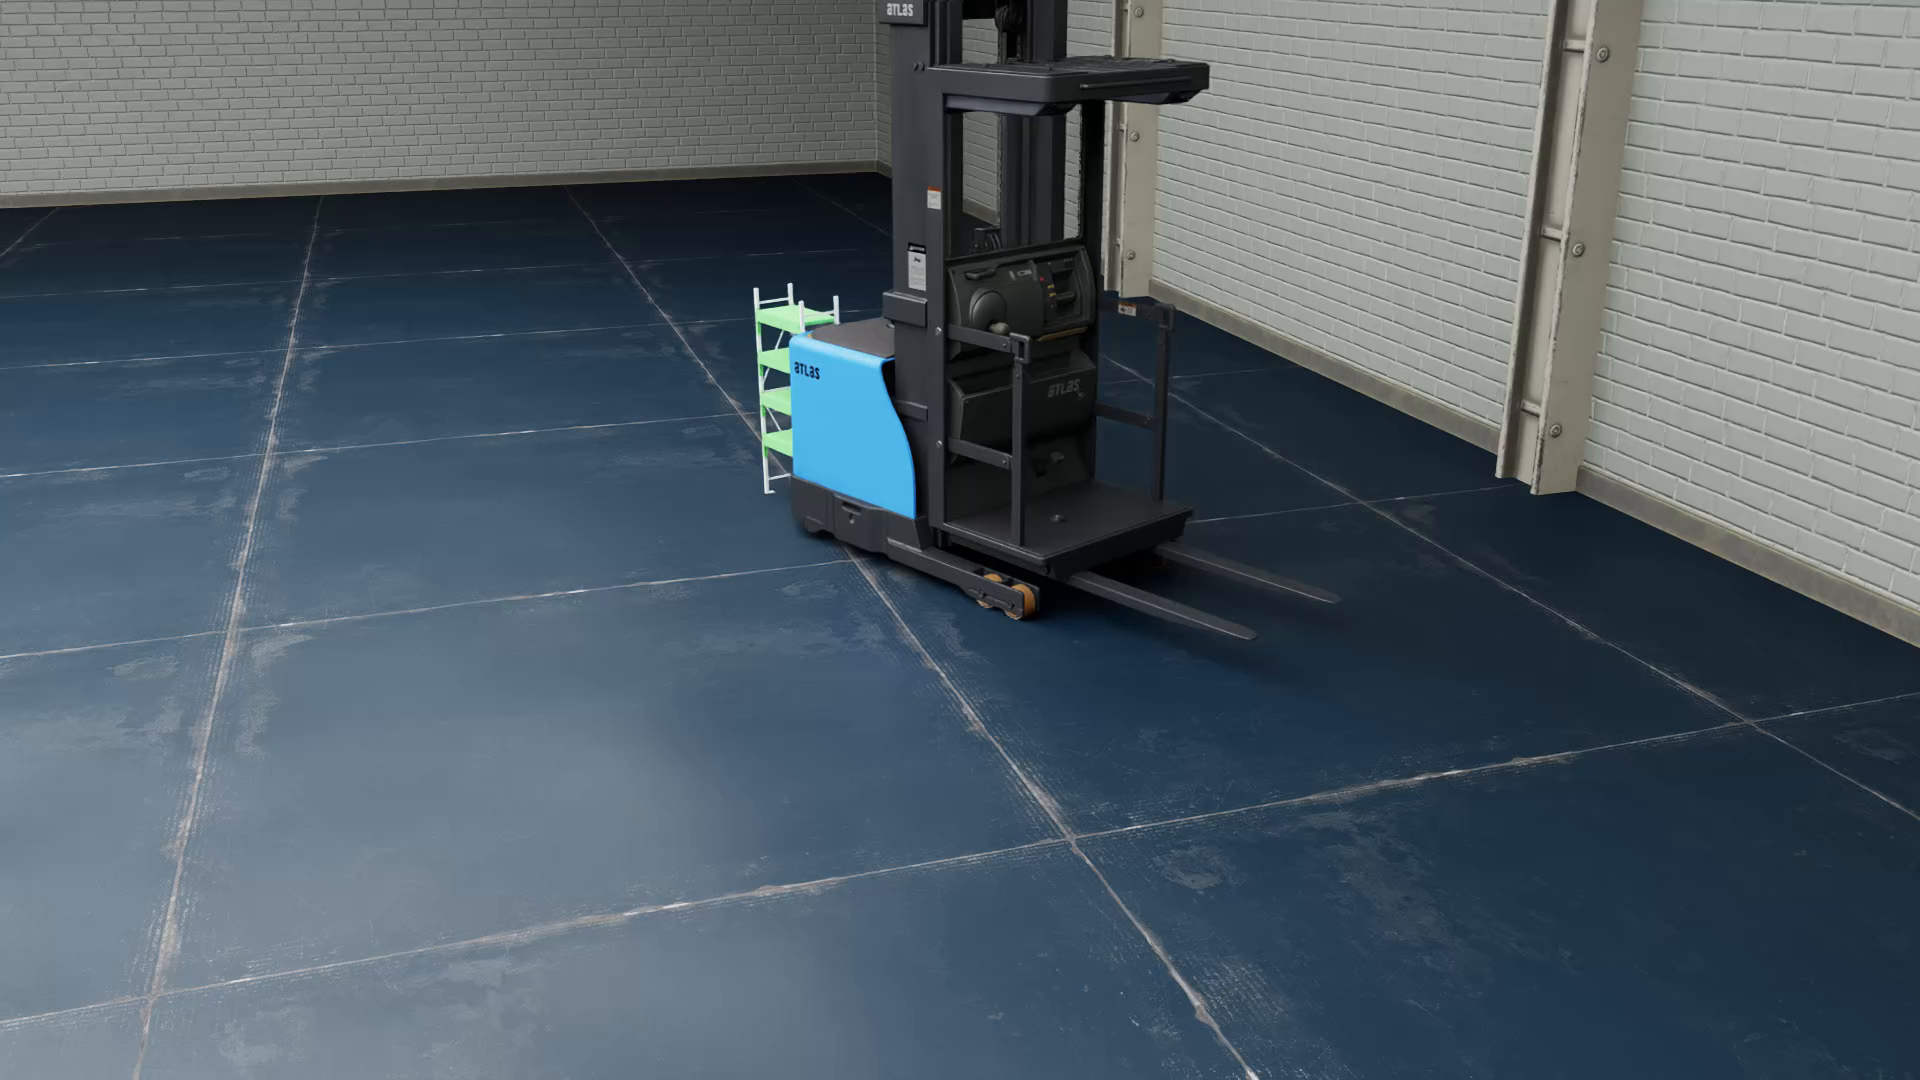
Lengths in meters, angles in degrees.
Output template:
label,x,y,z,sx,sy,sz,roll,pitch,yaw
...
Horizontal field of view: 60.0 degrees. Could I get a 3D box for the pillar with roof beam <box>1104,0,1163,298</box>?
label,x,y,z,sx,sy,sz,roll,pitch,yaw
pillar with roof beam,-2.551,-6.043,12.428,9.100,9.000,0.400,-6,21,-17

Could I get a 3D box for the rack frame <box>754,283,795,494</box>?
label,x,y,z,sx,sy,sz,roll,pitch,yaw
rack frame,-1.041,-0.861,9.536,0.240,1.200,0.015,-14,23,-34

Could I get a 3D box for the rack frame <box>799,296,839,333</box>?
label,x,y,z,sx,sy,sz,roll,pitch,yaw
rack frame,-0.754,-0.734,9.162,0.240,1.200,0.015,-14,23,-34

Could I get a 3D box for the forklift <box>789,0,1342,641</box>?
label,x,y,z,sx,sy,sz,roll,pitch,yaw
forklift,0.453,-1.197,7.912,1.130,2.935,3.031,-17,26,-40

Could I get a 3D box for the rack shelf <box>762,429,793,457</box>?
label,x,y,z,sx,sy,sz,roll,pitch,yaw
rack shelf,-0.893,-0.511,9.449,0.258,0.148,0.480,-14,23,-34

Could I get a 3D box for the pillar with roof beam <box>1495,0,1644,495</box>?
label,x,y,z,sx,sy,sz,roll,pitch,yaw
pillar with roof beam,-0.666,-4.117,7.067,9.100,9.000,0.400,-6,21,-17

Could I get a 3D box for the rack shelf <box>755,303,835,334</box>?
label,x,y,z,sx,sy,sz,roll,pitch,yaw
rack shelf,-0.903,-1.190,9.212,0.258,0.148,0.480,-14,23,-34

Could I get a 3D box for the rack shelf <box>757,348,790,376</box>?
label,x,y,z,sx,sy,sz,roll,pitch,yaw
rack shelf,-0.900,-0.964,9.291,0.258,0.148,0.480,-14,23,-34

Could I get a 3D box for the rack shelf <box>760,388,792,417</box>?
label,x,y,z,sx,sy,sz,roll,pitch,yaw
rack shelf,-0.897,-0.737,9.370,0.258,0.148,0.480,-14,23,-34

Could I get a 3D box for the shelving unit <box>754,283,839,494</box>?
label,x,y,z,sx,sy,sz,roll,pitch,yaw
shelving unit,-0.897,-0.798,9.349,0.258,1.200,0.503,-14,23,-34
